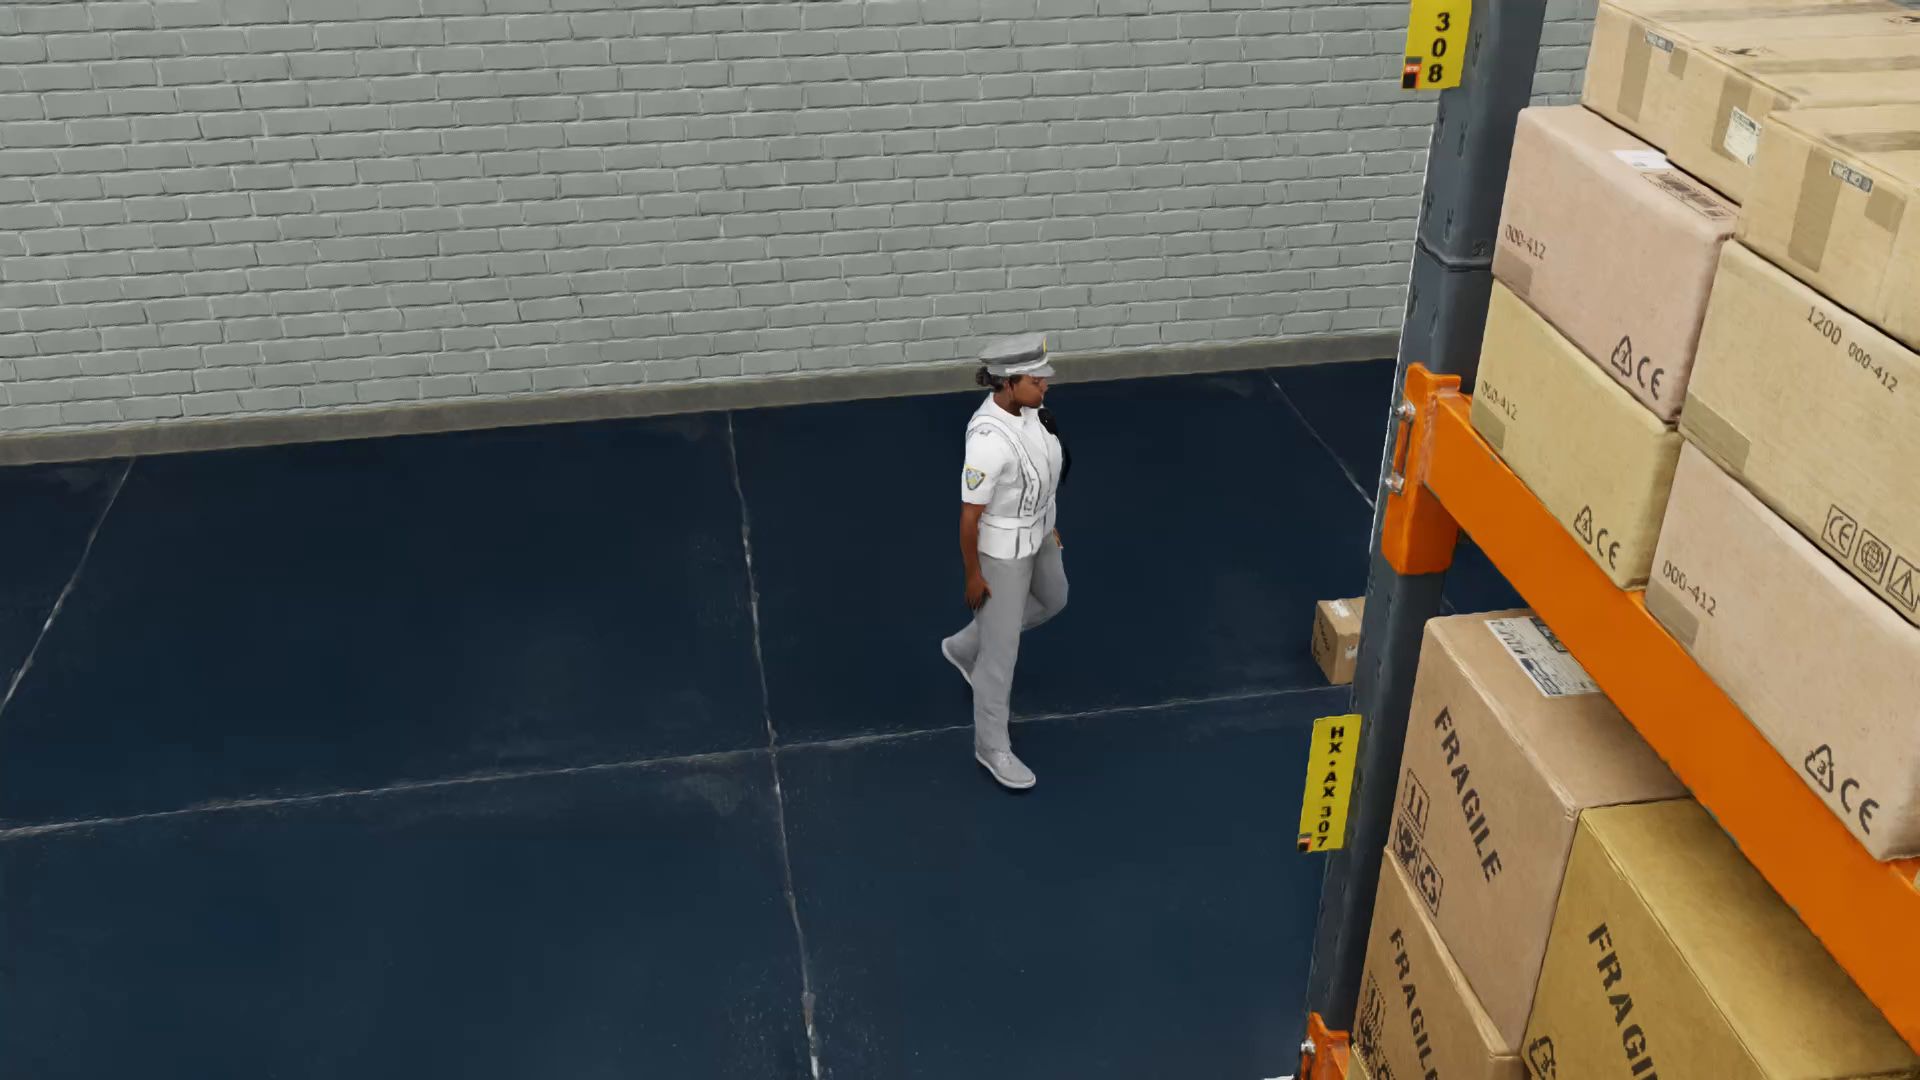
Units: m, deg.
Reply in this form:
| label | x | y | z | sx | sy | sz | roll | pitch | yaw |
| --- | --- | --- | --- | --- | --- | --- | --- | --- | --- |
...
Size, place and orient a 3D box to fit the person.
| label | x | y | z | sx | sy | sz | roll | pitch | yaw |
| --- | --- | --- | --- | --- | --- | --- | --- | --- | --- |
| person | 0.127 | 0.024 | 6.048 | 0.556 | 1.668 | 0.613 | 13 | 33 | 20 |
